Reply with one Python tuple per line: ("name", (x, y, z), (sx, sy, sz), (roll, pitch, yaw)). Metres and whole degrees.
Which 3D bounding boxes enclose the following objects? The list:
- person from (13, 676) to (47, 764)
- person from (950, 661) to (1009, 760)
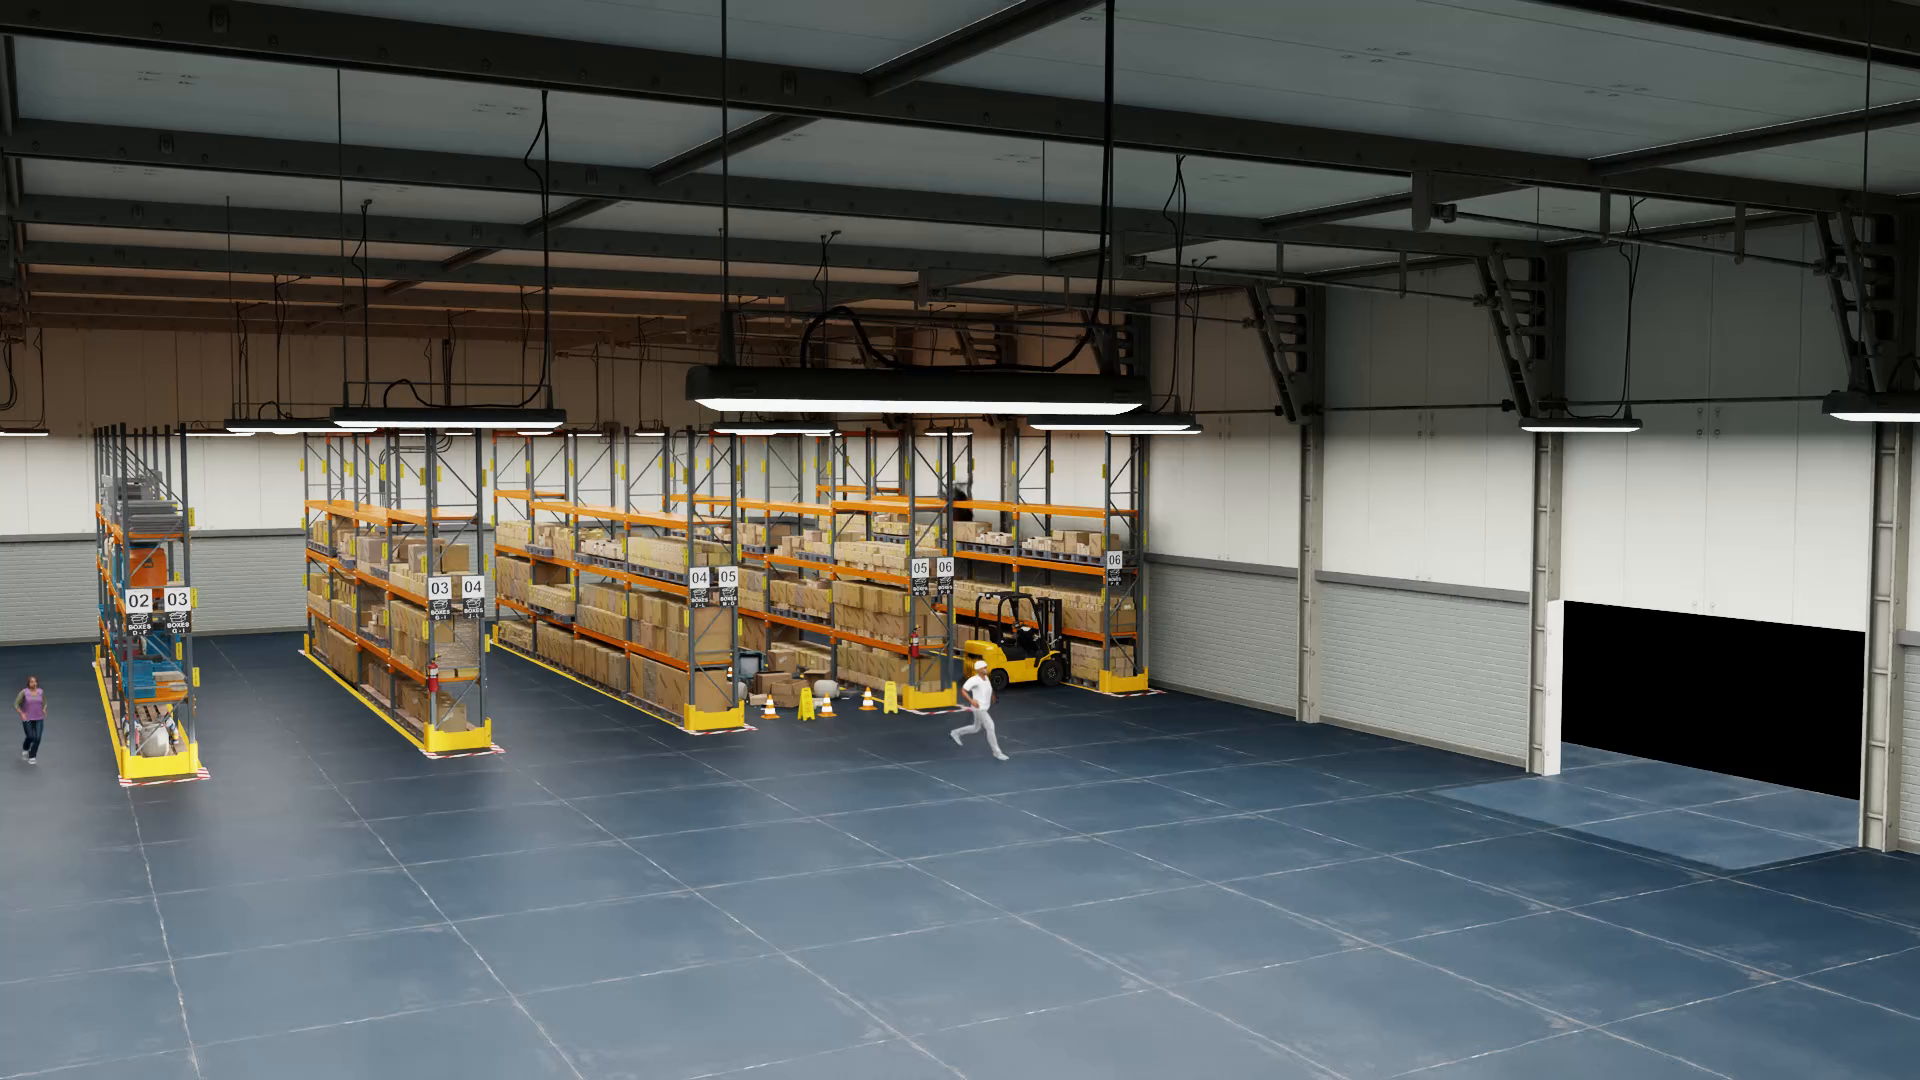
("person", (-16.319, 3.169, 29.267), (0.526, 1.554, 0.518), (3, 5, 44))
("person", (0.353, 3.041, 29.945), (1.147, 1.766, 0.666), (1, 4, 16))
